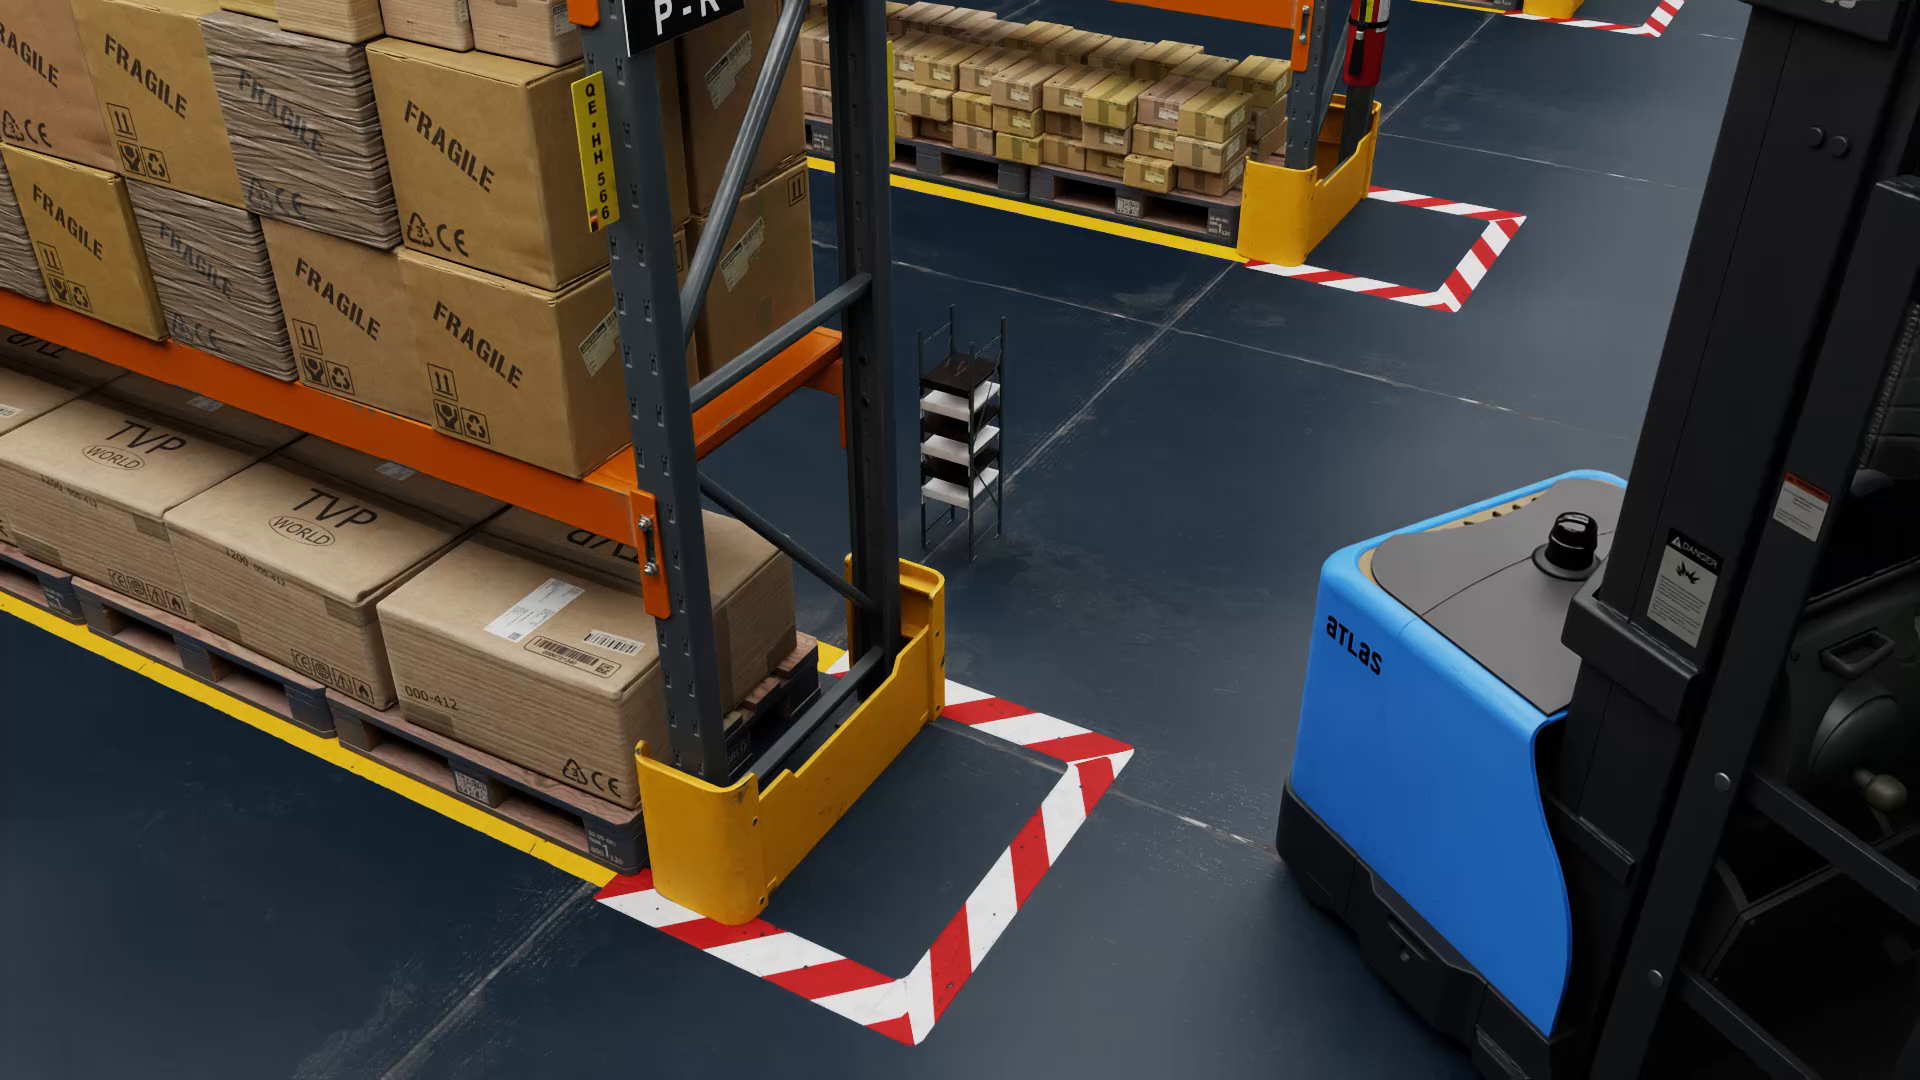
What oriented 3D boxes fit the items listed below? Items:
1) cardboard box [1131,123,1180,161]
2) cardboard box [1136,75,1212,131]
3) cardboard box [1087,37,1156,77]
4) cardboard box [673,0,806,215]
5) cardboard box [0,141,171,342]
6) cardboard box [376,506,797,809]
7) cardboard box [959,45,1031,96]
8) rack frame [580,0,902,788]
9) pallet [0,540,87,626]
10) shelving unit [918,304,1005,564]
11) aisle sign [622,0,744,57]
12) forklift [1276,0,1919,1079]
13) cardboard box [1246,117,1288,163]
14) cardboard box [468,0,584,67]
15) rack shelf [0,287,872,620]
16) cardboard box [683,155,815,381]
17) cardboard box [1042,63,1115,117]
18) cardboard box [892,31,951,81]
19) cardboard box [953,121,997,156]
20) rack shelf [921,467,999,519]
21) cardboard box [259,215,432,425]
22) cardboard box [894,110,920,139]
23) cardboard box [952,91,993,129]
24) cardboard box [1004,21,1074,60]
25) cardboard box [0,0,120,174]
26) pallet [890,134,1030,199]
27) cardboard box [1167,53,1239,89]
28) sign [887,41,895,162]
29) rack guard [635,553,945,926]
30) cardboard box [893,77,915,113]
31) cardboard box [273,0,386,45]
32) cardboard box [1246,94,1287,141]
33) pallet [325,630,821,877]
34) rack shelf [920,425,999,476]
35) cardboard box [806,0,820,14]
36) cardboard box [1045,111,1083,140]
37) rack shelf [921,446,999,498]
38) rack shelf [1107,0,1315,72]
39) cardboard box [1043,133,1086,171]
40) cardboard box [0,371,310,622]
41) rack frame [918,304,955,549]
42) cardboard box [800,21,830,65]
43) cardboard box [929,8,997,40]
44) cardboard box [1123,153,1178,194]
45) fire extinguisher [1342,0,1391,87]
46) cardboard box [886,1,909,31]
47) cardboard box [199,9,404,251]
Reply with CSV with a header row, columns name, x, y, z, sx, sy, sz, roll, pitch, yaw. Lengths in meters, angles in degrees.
name,x,y,z,sx,sy,sz,roll,pitch,yaw
cardboard box,1.083,-2.121,8.654,0.250,0.149,0.380,17,37,23
cardboard box,1.109,-2.260,8.594,0.250,0.149,0.380,18,38,25
cardboard box,0.887,-2.624,9.141,0.250,0.149,0.380,16,37,22
cardboard box,-0.760,-1.221,4.385,0.500,0.500,0.500,17,37,23
cardboard box,-2.369,-0.959,4.893,0.500,0.500,0.500,19,38,26
cardboard box,-1.107,0.264,5.079,0.875,0.438,0.875,16,37,23
cardboard box,0.193,-2.545,9.021,0.250,0.149,0.380,16,37,23
rack frame,-0.485,-0.494,4.285,0.127,3.000,1.000,18,37,24
pallet,-3.336,-0.186,6.340,1.213,0.211,1.003,18,37,24
shelving unit,0.007,-0.372,5.997,0.210,0.900,0.258,18,37,24
aisle sign,-0.576,-1.407,3.311,0.004,0.787,0.394,18,37,24
forklift,2.053,0.301,3.153,1.130,2.935,3.031,-17,37,-23
cardboard box,1.588,-2.190,9.026,0.250,0.149,0.380,18,38,25
cardboard box,-0.896,-1.224,3.804,0.250,0.149,0.380,18,38,25
rack shelf,-2.221,-0.744,5.311,4.000,0.370,1.077,18,37,24
cardboard box,-0.759,-0.806,4.663,0.500,0.500,0.500,17,37,24
cardboard box,0.627,-2.372,8.762,0.250,0.149,0.380,16,37,23
cardboard box,-0.244,-2.690,9.239,0.250,0.149,0.380,16,37,22
cardboard box,0.162,-2.259,9.129,0.250,0.149,0.380,18,38,25
rack shelf,0.007,-0.195,6.115,0.200,0.077,0.258,18,37,24
cardboard box,-1.463,-0.686,4.484,0.500,0.500,0.500,17,37,23
cardboard box,-0.286,-2.400,9.341,0.250,0.149,0.380,17,37,23
cardboard box,0.162,-2.381,9.044,0.250,0.149,0.380,20,38,27
cardboard box,0.445,-2.799,9.404,0.250,0.149,0.380,18,38,25
cardboard box,-2.353,-1.376,4.618,0.500,0.500,0.500,17,37,24
pallet,0.075,-2.340,9.574,1.213,0.211,1.003,18,37,24
cardboard box,1.298,-2.465,8.902,0.250,0.149,0.380,18,38,25
sign,-0.204,-1.153,4.422,0.005,0.325,0.100,18,37,24
rack guard,-0.464,0.553,4.968,0.348,0.500,1.175,18,37,24
cardboard box,-0.292,-2.524,9.258,0.250,0.149,0.380,17,37,24
cardboard box,-1.394,-1.313,3.937,0.250,0.149,0.380,17,37,24
cardboard box,1.556,-2.283,8.897,0.250,0.149,0.380,19,38,26
pallet,-1.218,0.485,5.332,1.213,0.211,1.003,18,37,24
rack shelf,0.007,-0.345,6.016,0.200,0.077,0.258,18,37,24
cardboard box,-0.910,-3.216,10.029,0.250,0.149,0.380,18,38,25
cardboard box,0.649,-2.289,8.906,0.250,0.149,0.380,17,37,24
rack shelf,0.007,-0.270,6.066,0.200,0.077,0.258,18,37,24
rack shelf,0.147,-3.154,8.930,4.000,0.370,1.077,18,37,24
cardboard box,0.642,-2.134,8.942,0.250,0.149,0.380,18,38,25
cardboard box,-2.688,-0.232,5.825,0.875,0.438,0.875,16,37,23
rack frame,-0.081,-0.400,6.039,0.006,0.900,0.240,18,37,24
cardboard box,-0.702,-2.834,9.456,0.250,0.149,0.380,17,37,23
cardboard box,0.018,-2.944,9.621,0.250,0.149,0.380,16,37,23
cardboard box,1.050,-1.958,8.678,0.250,0.149,0.380,19,38,26
fire extinguisher,1.873,-2.425,7.591,0.183,0.674,0.296,18,37,24
cardboard box,-0.503,-3.042,9.768,0.250,0.149,0.380,19,38,26
cardboard box,-1.490,-1.099,4.202,0.500,0.500,0.500,18,38,25
